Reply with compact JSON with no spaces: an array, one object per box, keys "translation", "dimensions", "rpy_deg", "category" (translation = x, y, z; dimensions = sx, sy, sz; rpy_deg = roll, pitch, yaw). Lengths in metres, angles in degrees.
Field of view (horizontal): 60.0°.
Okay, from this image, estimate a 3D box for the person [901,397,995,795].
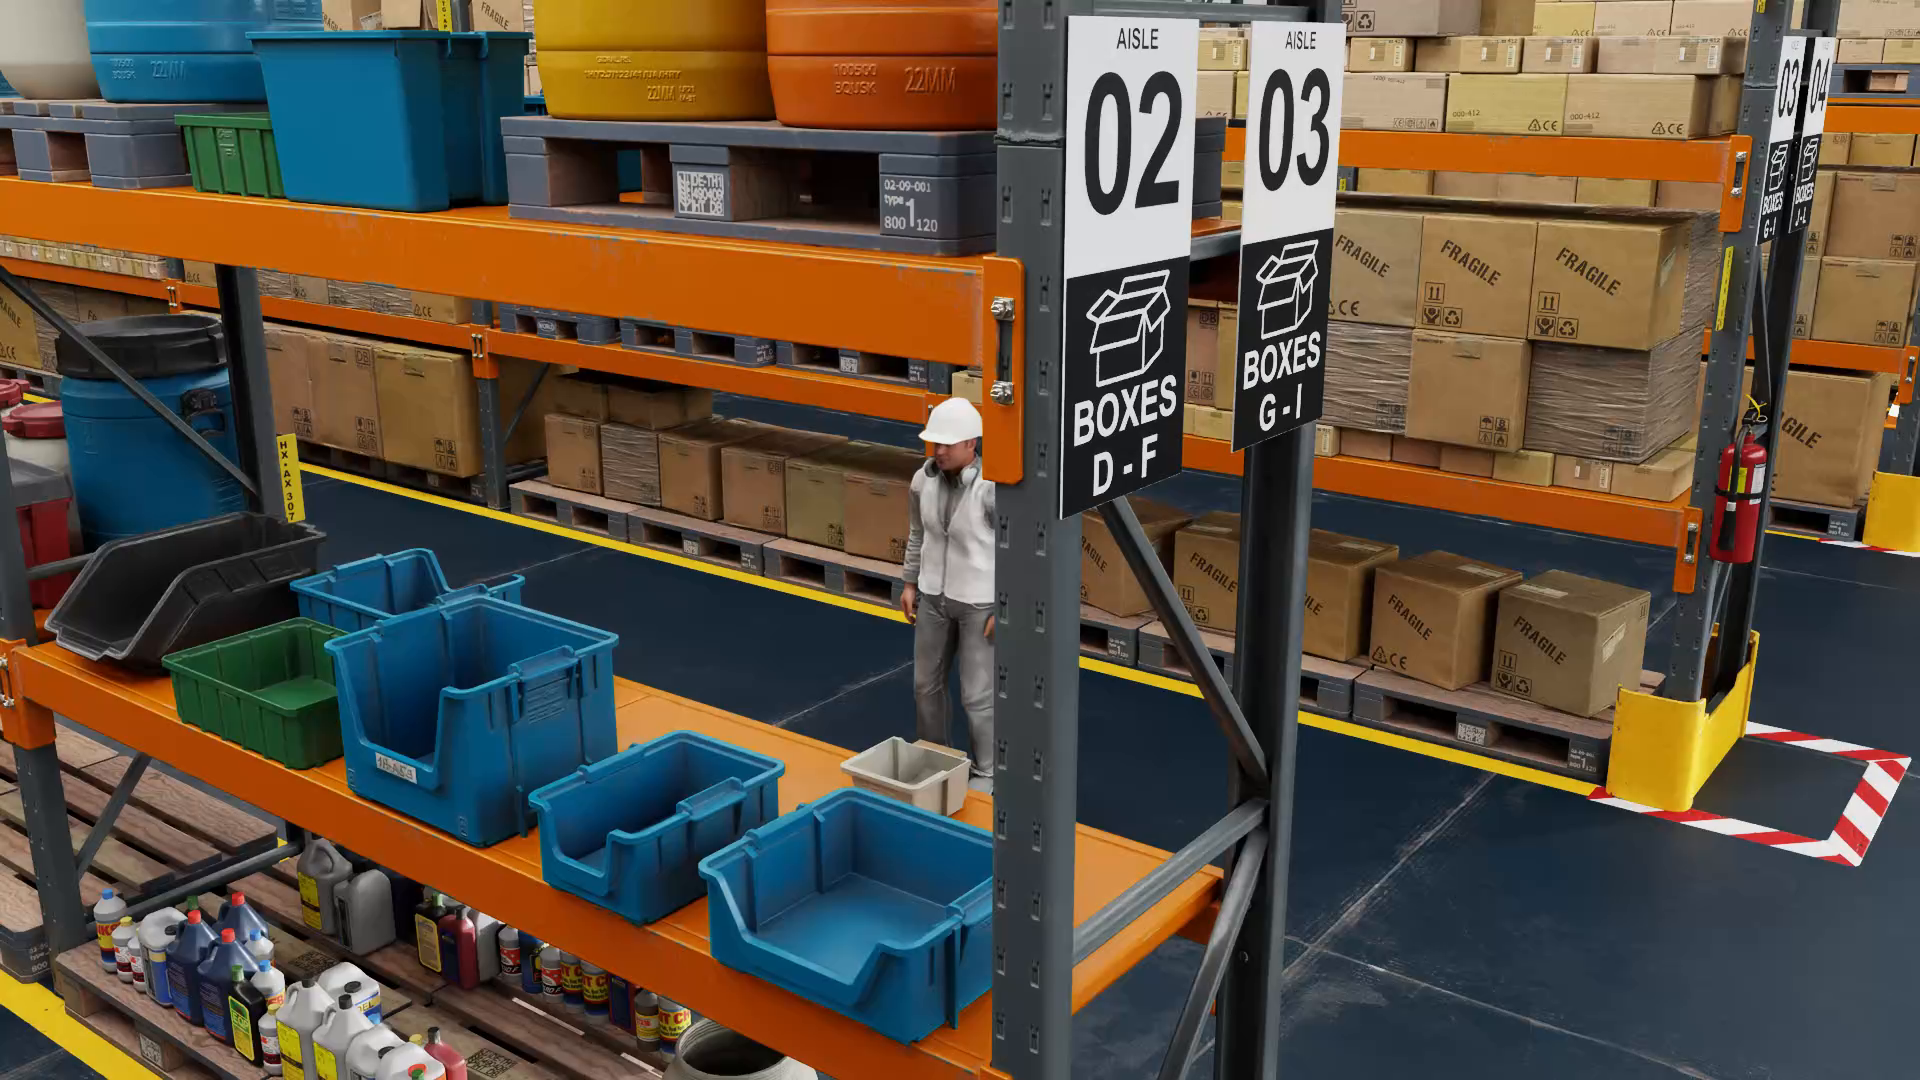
[{"translation":[-0.001,0.252,7.137],"dimensions":[0.581,1.771,0.464],"rpy_deg":[12,20,35],"category":"person"}]
